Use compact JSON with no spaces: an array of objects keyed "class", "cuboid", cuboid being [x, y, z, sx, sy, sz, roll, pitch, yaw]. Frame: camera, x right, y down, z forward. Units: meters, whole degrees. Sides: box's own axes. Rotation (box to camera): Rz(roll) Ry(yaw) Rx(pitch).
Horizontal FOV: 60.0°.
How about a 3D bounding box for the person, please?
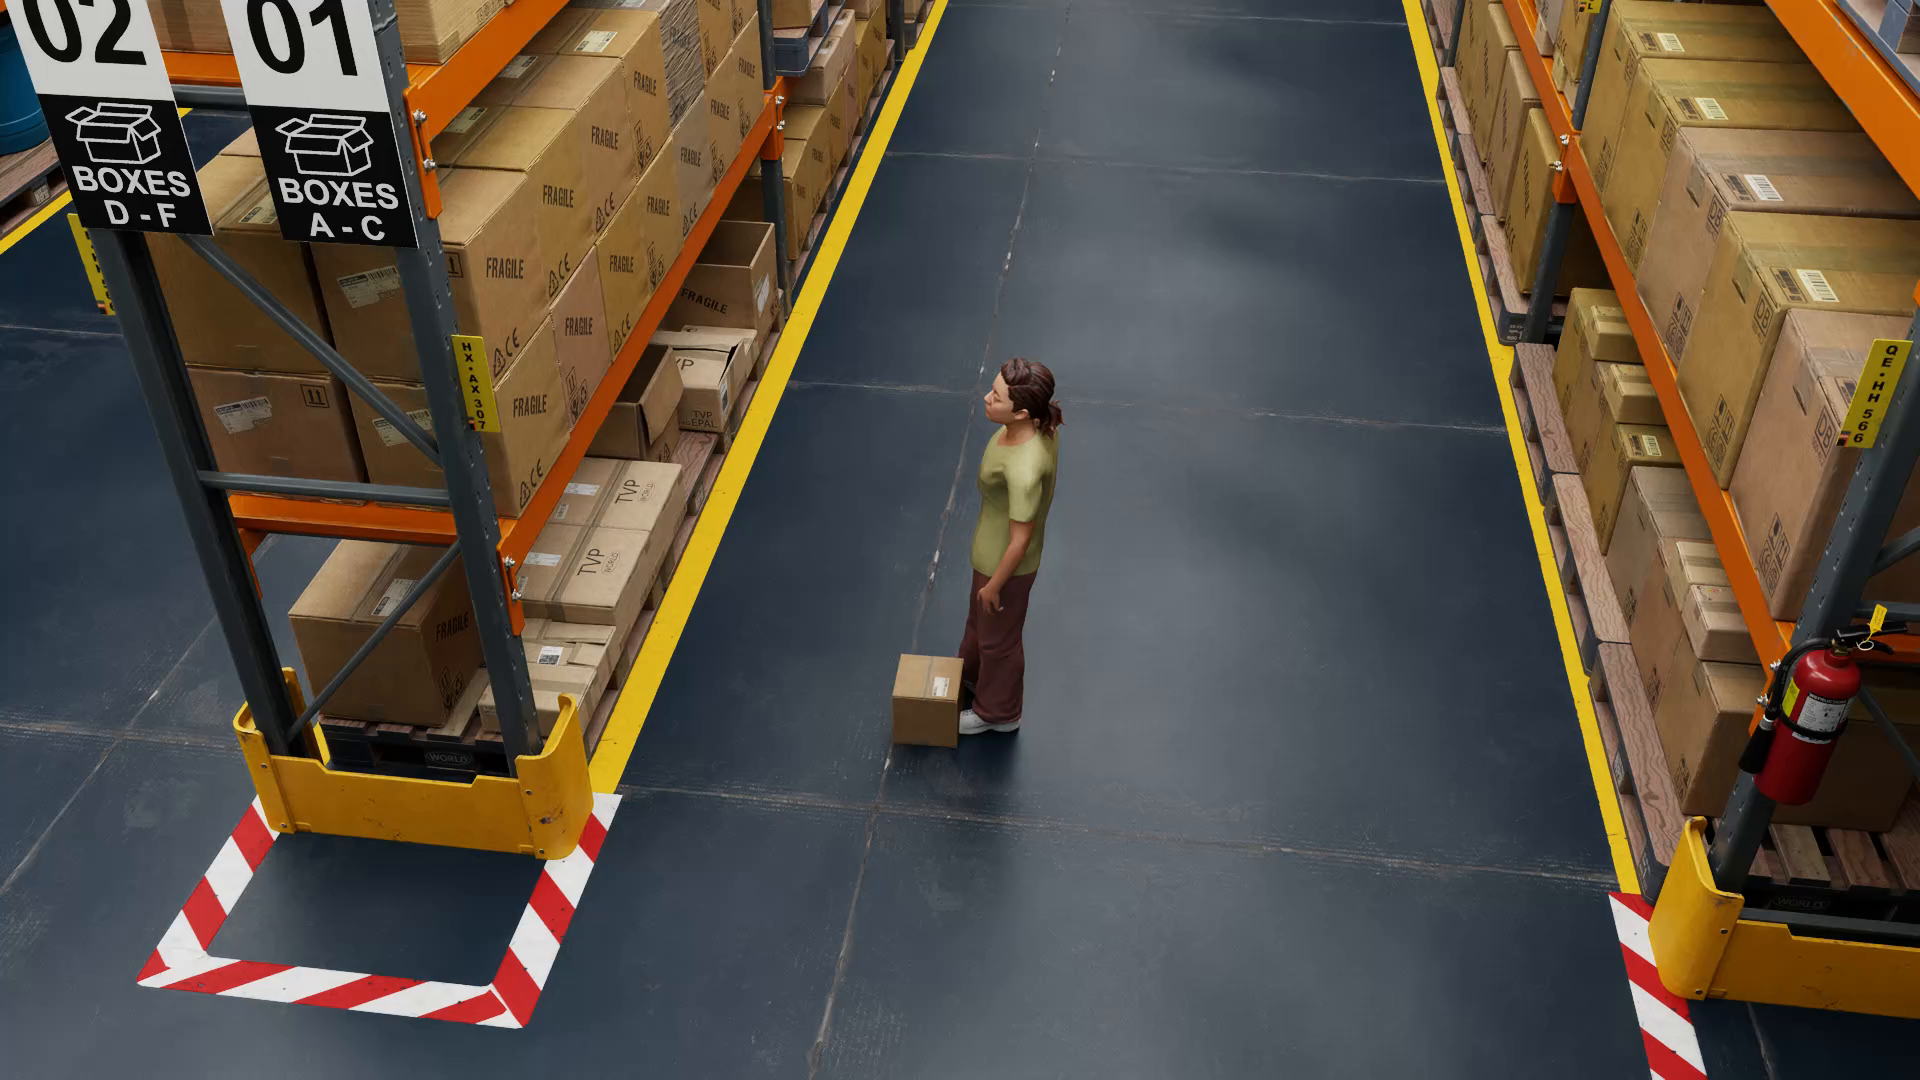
[{"class":"person","cuboid":[0.098,0.045,6.072,0.549,1.675,0.553,4,36,6]}]
